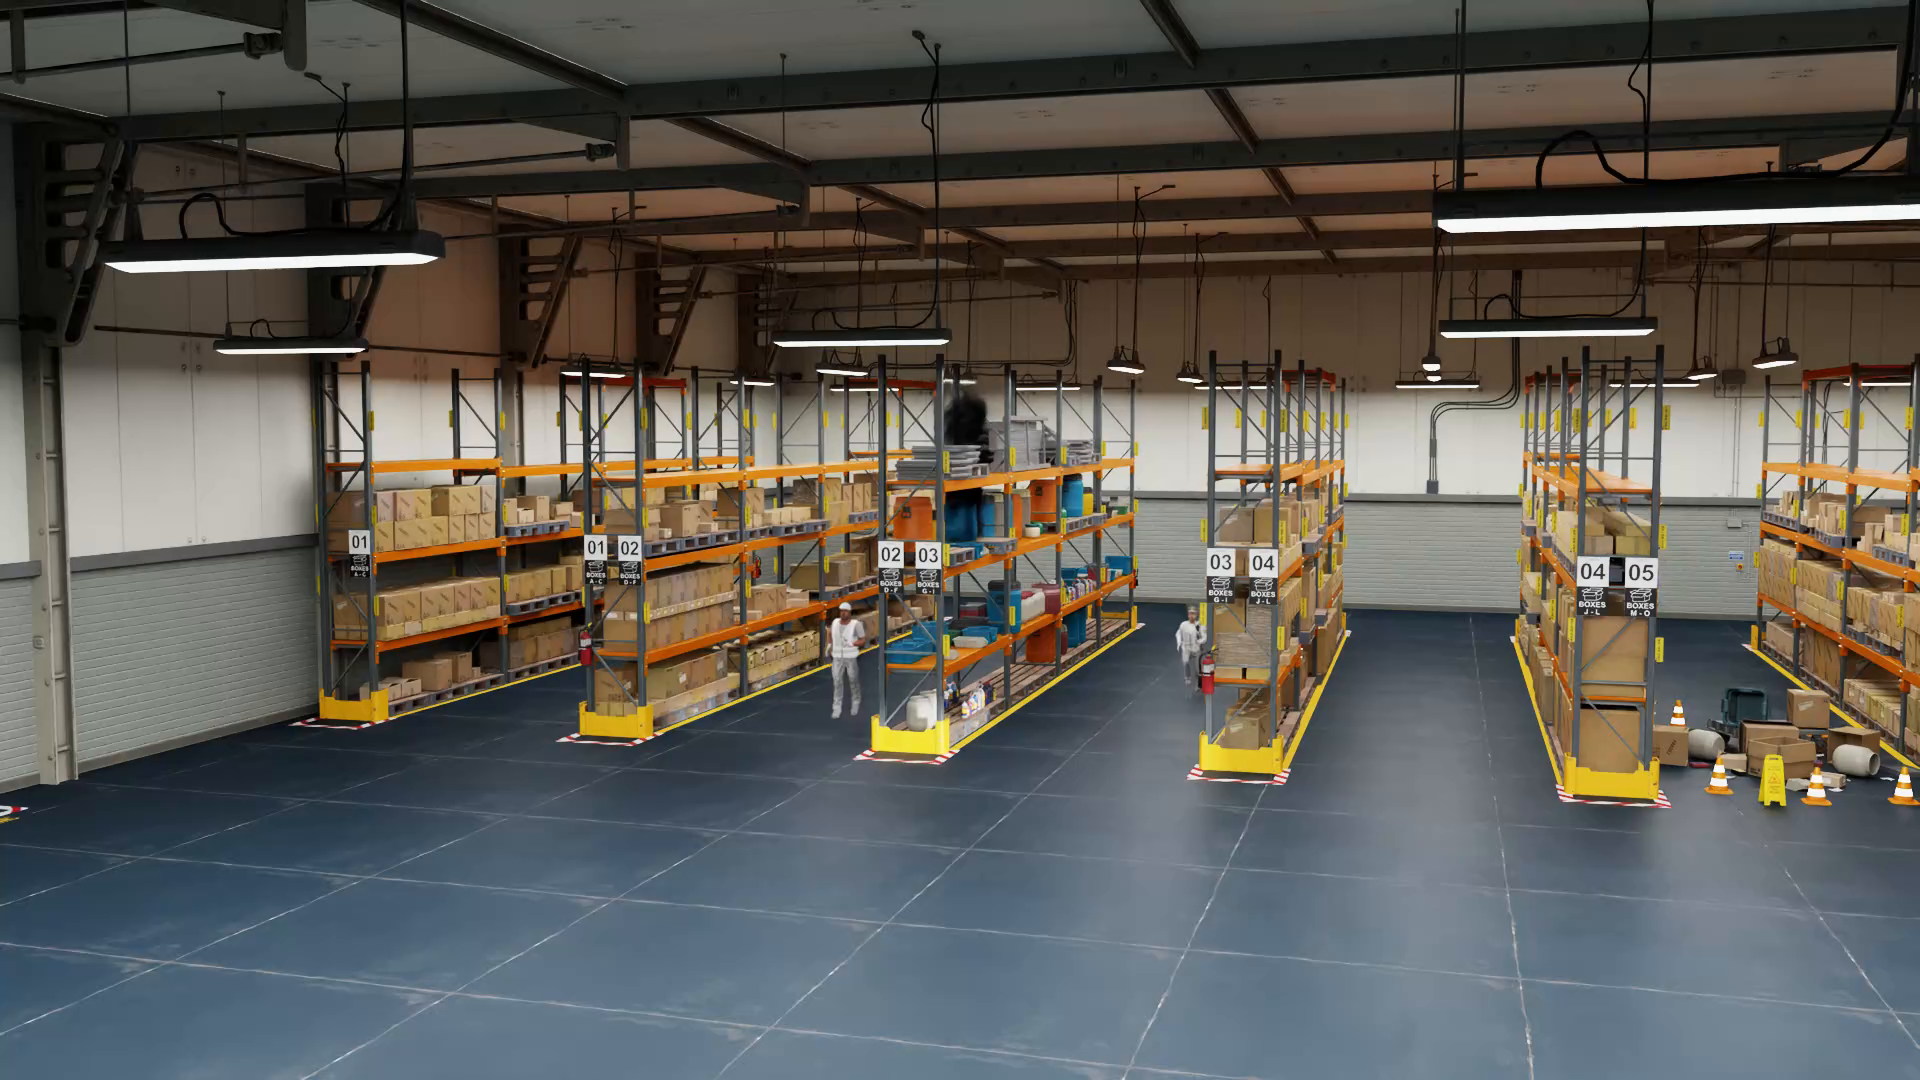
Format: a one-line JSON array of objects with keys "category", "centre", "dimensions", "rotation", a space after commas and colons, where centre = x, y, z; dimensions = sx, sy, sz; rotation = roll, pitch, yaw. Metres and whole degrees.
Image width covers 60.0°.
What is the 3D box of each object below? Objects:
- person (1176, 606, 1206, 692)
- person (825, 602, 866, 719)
[{"category": "person", "centre": [4.181, 1.980, 29.970], "dimensions": [0.624, 1.596, 0.903], "rotation": [1, 4, 14]}, {"category": "person", "centre": [-1.832, 1.912, 26.550], "dimensions": [0.685, 1.840, 0.860], "rotation": [1, 4, 13]}]
